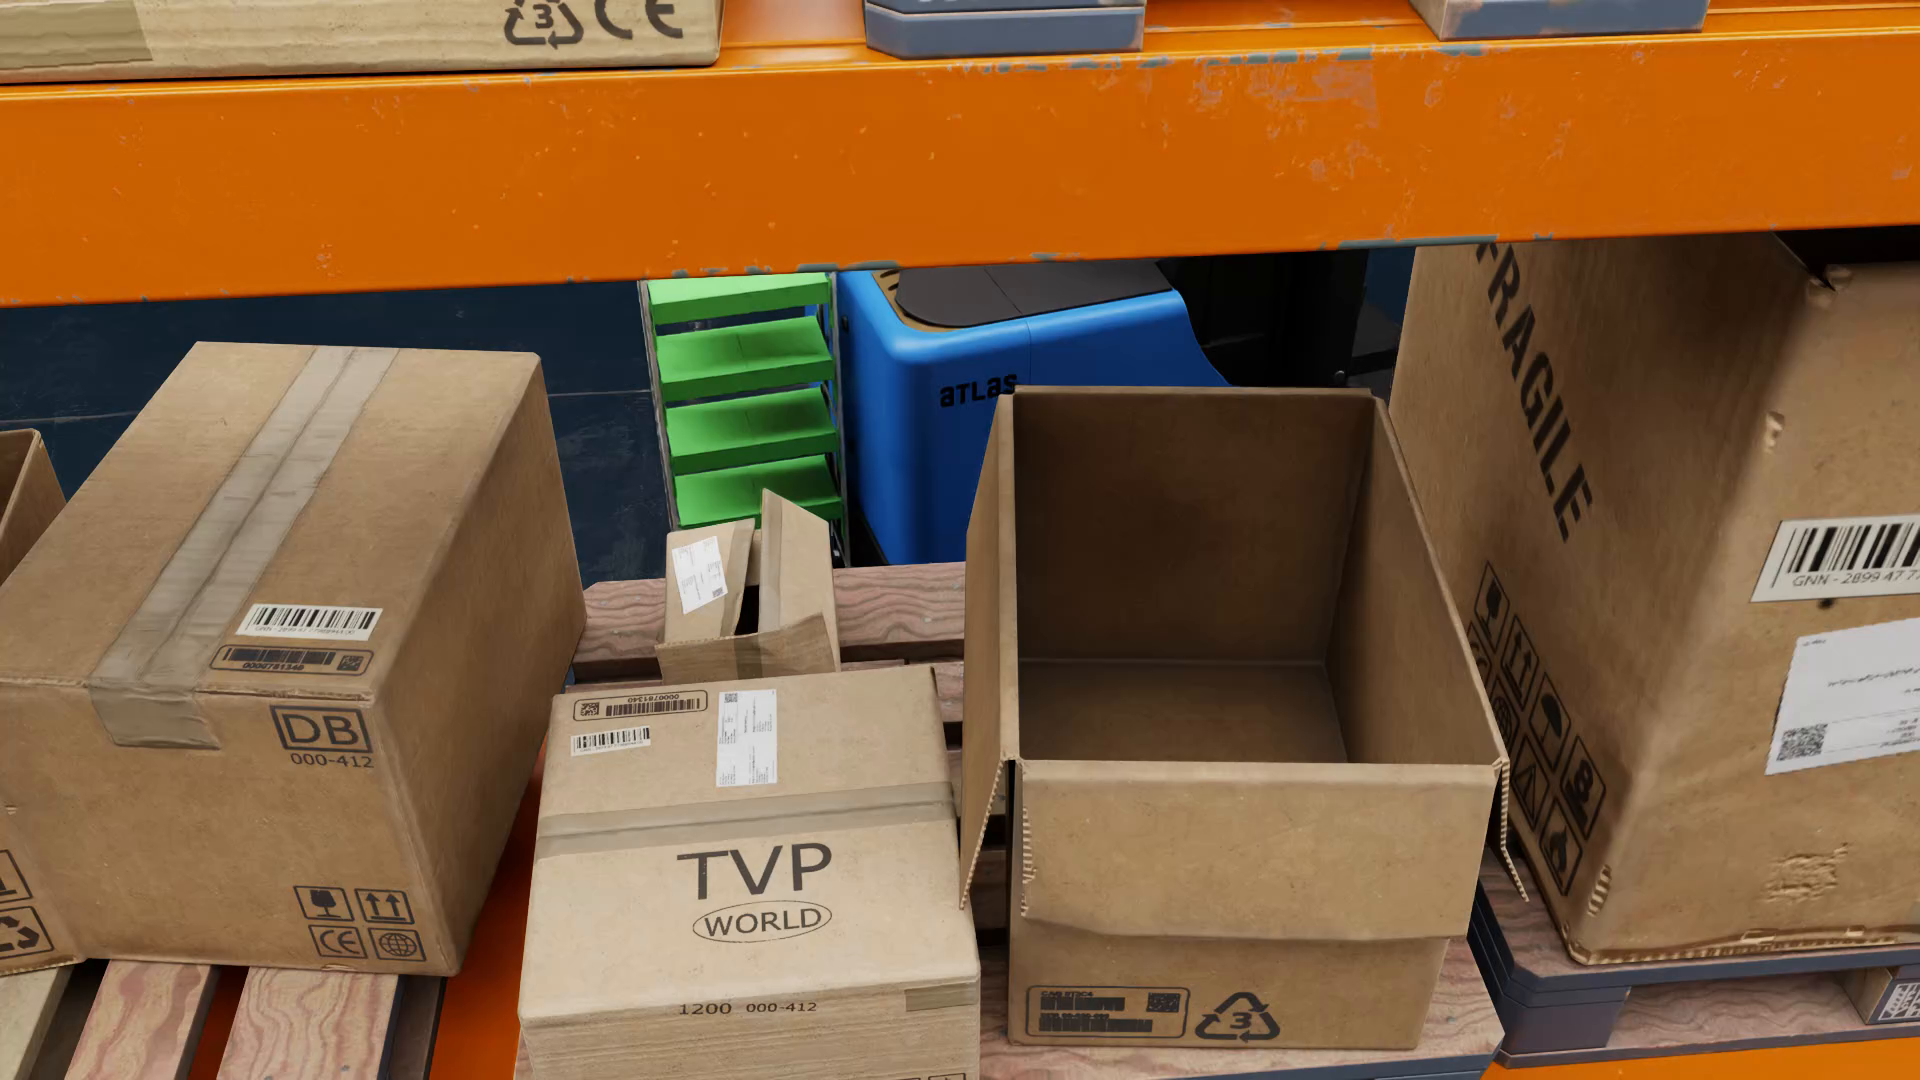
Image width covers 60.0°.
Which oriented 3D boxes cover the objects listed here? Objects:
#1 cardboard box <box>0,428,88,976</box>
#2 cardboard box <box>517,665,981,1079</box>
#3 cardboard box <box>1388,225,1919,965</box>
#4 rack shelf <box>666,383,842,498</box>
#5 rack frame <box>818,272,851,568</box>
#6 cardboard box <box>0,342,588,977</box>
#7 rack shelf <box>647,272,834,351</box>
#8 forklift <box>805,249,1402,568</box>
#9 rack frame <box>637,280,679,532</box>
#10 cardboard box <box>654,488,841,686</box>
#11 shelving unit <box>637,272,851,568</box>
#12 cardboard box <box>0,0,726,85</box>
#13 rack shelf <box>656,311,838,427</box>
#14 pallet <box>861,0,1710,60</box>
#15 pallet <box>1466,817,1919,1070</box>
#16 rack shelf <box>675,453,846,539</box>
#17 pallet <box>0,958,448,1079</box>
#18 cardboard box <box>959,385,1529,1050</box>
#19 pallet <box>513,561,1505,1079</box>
[{"bbox_3d":[-1.410,0.228,2.120,0.500,0.500,0.500,-8,39,-10],"label":"cardboard box"},{"bbox_3d":[-0.254,0.430,2.065,0.500,0.250,0.500,-4,38,-5],"label":"cardboard box"},{"bbox_3d":[1.237,-0.176,2.229,1.000,1.000,1.000,-3,38,-4],"label":"cardboard box"},{"bbox_3d":[-0.599,-0.288,4.749,0.480,0.148,0.258,-9,39,-12],"label":"rack shelf"},{"bbox_3d":[-0.363,-0.376,4.758,0.015,1.200,0.240,-9,39,-12],"label":"rack frame"},{"bbox_3d":[-0.862,0.136,2.237,0.500,0.500,0.700,2,38,3],"label":"cardboard box"},{"bbox_3d":[-0.599,-0.665,4.452,0.480,0.148,0.258,-9,39,-12],"label":"rack shelf"},{"bbox_3d":[1.088,-1.376,4.628,3.031,2.935,1.130,-12,40,-15],"label":"forklift"},{"bbox_3d":[-0.835,-0.299,4.661,0.015,1.200,0.240,-9,39,-12],"label":"rack frame"},{"bbox_3d":[-0.307,0.116,2.451,0.258,0.266,0.396,-4,38,-5],"label":"cardboard box"},{"bbox_3d":[-0.599,-0.338,4.710,0.503,1.200,0.258,-9,39,-12],"label":"shelving unit"},{"bbox_3d":[-0.431,-0.563,1.242,0.500,0.250,0.500,-2,38,-3],"label":"cardboard box"},{"bbox_3d":[-0.599,-0.476,4.601,0.480,0.148,0.258,-9,39,-12],"label":"rack shelf"},{"bbox_3d":[0.383,-0.810,1.585,1.003,0.211,1.213,-3,38,-4],"label":"pallet"},{"bbox_3d":[1.266,0.294,2.610,1.213,0.211,1.003,-3,38,-4],"label":"pallet"},{"bbox_3d":[-0.599,-0.099,4.898,0.480,0.148,0.258,-9,39,-12],"label":"rack shelf"},{"bbox_3d":[-1.243,0.457,2.404,1.003,0.211,1.213,-3,38,-4],"label":"pallet"},{"bbox_3d":[0.322,0.214,2.135,0.637,0.503,0.797,1,38,1],"label":"cardboard box"},{"bbox_3d":[0.024,0.428,2.441,1.213,0.211,1.003,-3,38,-4],"label":"pallet"}]
